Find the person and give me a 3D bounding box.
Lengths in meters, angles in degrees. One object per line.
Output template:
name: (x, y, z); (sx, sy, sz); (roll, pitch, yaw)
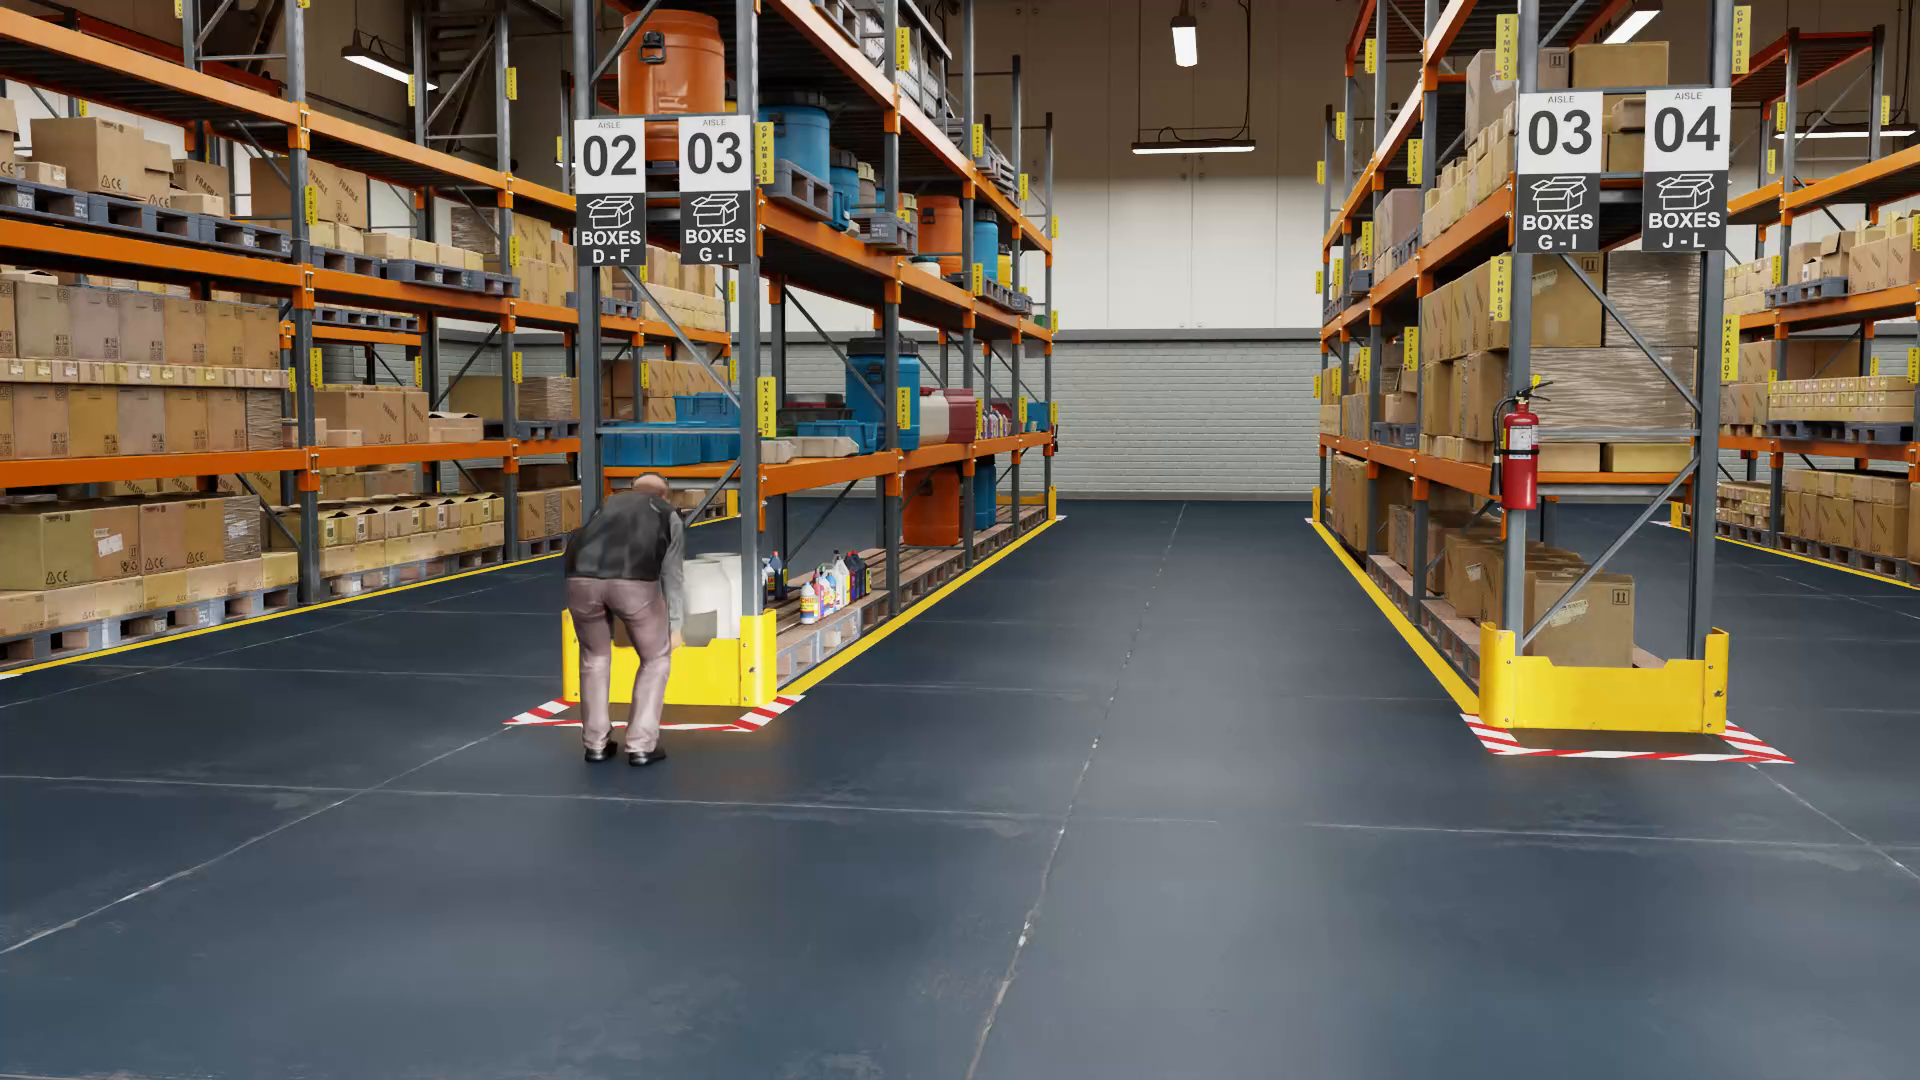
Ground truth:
person: (-1.563, 0.357, 7.873); (0.469, 1.309, 0.897); (1, 4, 7)
